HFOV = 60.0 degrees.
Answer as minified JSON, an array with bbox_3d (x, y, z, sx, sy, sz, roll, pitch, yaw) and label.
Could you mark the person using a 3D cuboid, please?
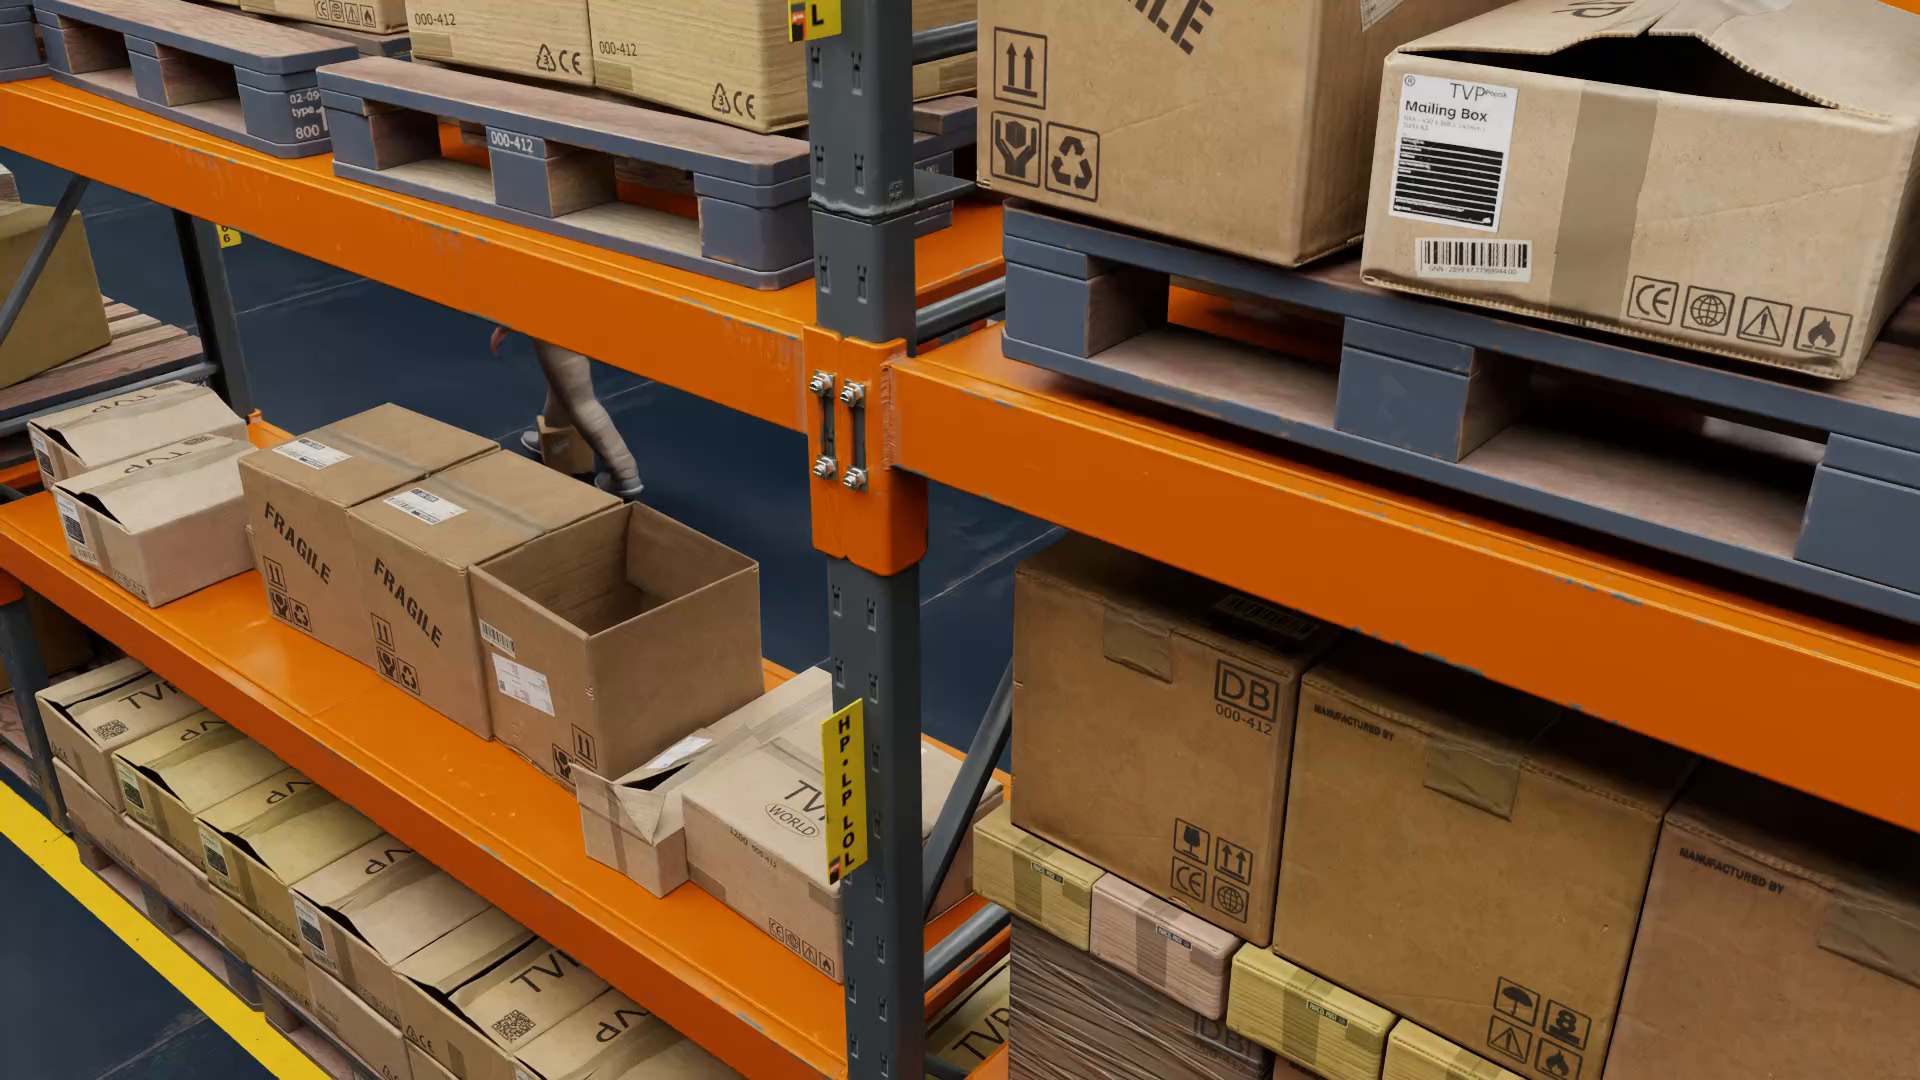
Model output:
[{"bbox_3d":[-1.985,-1.064,8.208,1.049,1.671,0.579,17,32,30],"label":"person"}]
